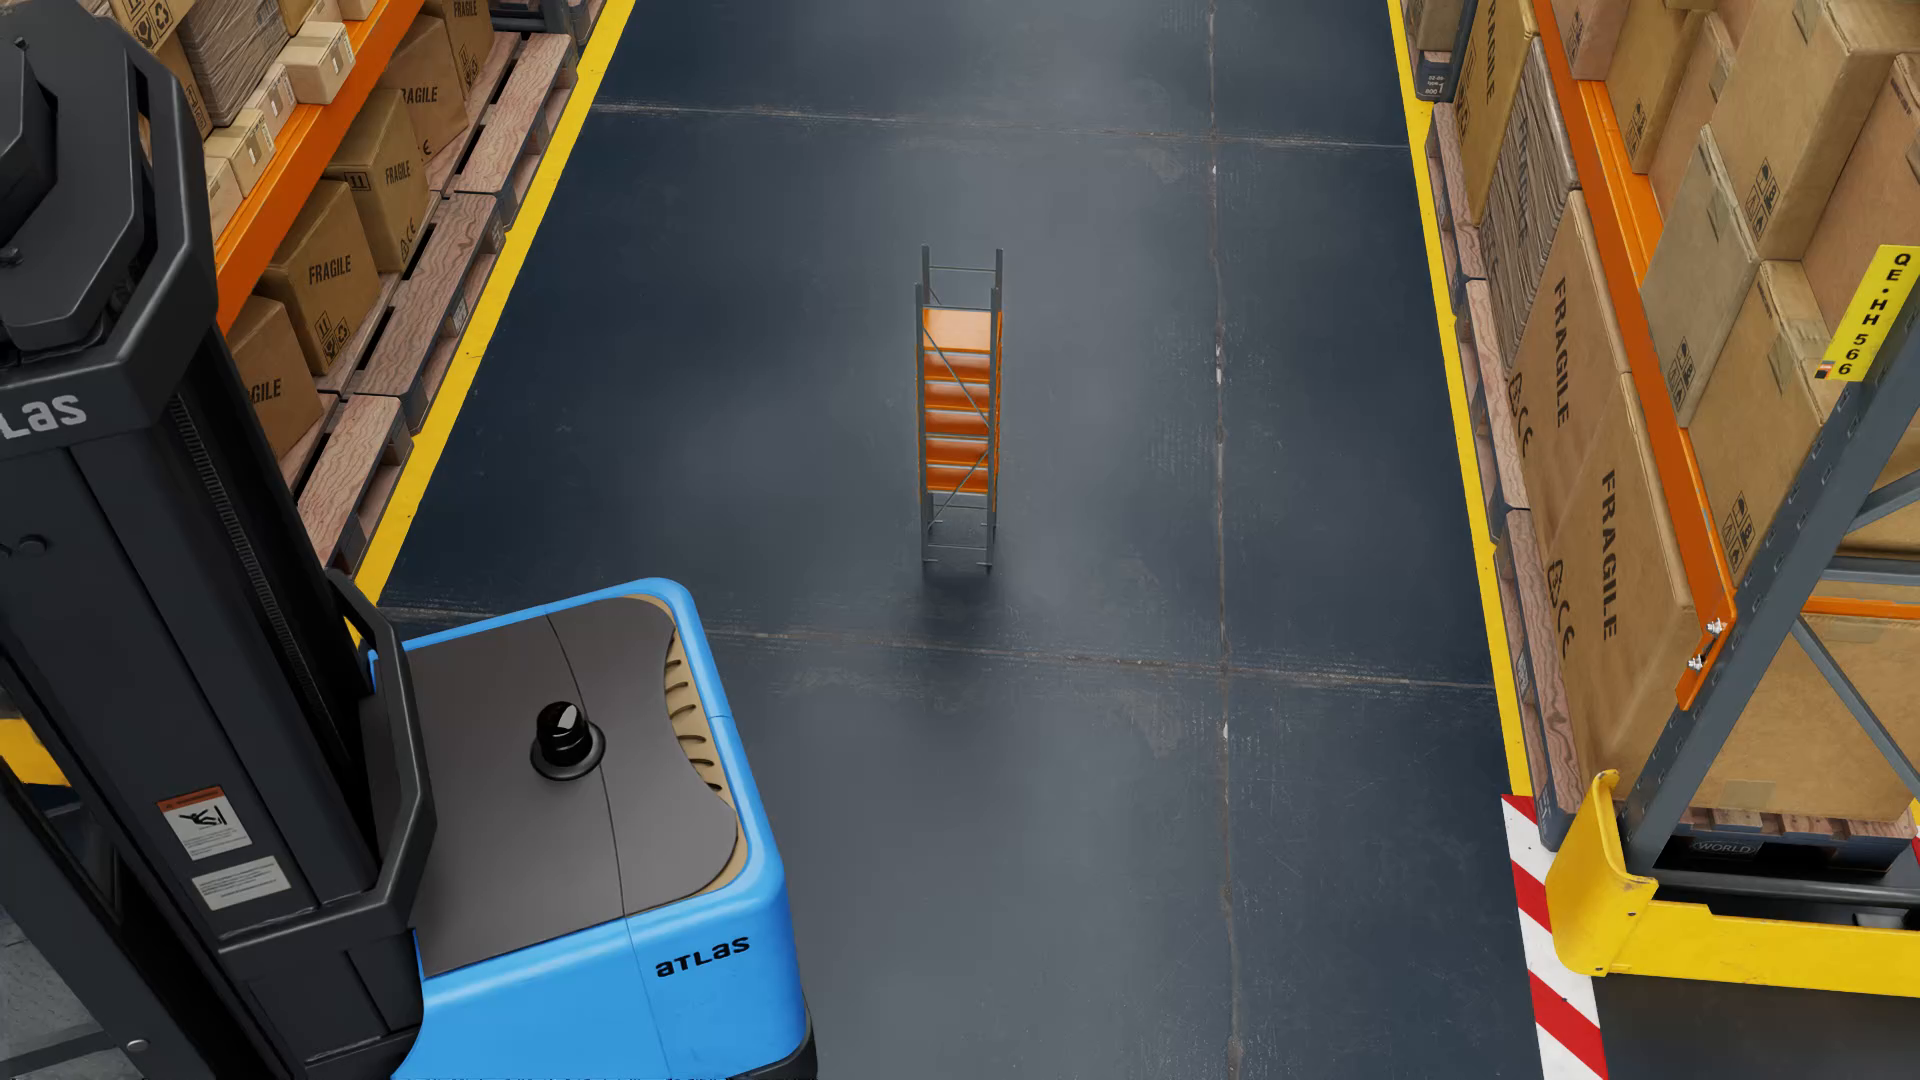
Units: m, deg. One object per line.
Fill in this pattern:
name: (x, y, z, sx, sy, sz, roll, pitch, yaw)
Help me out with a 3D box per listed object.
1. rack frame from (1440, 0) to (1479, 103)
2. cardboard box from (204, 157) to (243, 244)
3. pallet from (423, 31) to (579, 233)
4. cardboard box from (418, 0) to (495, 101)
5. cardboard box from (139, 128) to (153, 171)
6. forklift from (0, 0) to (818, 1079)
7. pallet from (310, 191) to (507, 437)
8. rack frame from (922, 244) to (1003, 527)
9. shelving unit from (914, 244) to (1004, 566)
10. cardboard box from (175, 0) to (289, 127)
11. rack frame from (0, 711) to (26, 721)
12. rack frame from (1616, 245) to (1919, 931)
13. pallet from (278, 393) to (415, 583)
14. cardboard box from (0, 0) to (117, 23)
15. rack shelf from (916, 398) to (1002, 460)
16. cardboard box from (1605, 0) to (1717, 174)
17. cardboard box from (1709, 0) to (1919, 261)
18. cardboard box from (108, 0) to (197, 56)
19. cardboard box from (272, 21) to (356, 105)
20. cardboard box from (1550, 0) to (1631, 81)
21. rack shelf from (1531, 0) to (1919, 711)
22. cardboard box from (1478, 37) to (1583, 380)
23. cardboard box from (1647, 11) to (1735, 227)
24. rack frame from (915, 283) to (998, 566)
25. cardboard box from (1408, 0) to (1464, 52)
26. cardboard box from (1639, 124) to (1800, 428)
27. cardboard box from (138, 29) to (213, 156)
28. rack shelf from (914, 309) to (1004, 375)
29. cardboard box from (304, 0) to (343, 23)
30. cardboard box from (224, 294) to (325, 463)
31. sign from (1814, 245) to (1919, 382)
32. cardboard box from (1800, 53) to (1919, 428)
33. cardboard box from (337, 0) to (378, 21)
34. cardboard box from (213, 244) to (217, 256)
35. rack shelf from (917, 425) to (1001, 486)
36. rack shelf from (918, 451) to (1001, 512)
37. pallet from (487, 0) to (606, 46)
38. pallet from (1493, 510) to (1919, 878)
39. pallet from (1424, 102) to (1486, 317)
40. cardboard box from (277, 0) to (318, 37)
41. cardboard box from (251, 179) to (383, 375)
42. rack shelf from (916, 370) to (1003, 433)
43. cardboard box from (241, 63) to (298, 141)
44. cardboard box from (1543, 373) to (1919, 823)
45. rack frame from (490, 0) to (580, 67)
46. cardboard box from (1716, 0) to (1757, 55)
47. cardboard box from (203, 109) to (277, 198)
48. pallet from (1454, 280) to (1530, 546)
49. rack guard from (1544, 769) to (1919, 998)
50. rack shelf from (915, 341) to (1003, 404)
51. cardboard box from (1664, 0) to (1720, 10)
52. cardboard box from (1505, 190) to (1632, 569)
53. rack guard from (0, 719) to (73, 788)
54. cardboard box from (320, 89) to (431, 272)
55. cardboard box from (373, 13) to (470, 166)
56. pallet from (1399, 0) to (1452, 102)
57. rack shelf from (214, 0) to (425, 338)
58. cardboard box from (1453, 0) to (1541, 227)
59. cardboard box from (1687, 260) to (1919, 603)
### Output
rack frame: (2.639, -2.848, 6.322, 1.000, 3.000, 0.127, 4, 48, 4)
cardboard box: (-2.311, -0.976, 4.780, 0.380, 0.149, 0.250, 4, 48, 4)
pallet: (-2.317, -1.819, 7.271, 1.003, 0.211, 1.213, 4, 48, 4)
cardboard box: (-2.368, -2.263, 7.196, 0.500, 0.500, 0.500, 3, 48, 2)
cardboard box: (-2.578, -0.853, 4.228, 0.875, 0.500, 0.500, 4, 48, 4)
forklift: (-1.947, 0.521, 3.287, 3.031, 2.935, 1.130, -15, 49, -13)
pallet: (-2.426, -0.920, 6.449, 1.003, 0.211, 1.213, 4, 48, 4)
rack frame: (0.007, -0.462, 5.359, 0.240, 1.200, 0.006, 4, 48, 4)
shelving unit: (-0.001, -0.394, 5.298, 0.258, 1.200, 0.189, 4, 48, 4)
cardboard box: (-2.564, -1.593, 4.905, 0.875, 0.500, 0.500, 4, 48, 4)
rack frame: (-2.656, -0.317, 4.007, 1.000, 3.000, 0.127, 4, 48, 4)
rack frame: (2.274, 0.091, 3.634, 1.000, 3.000, 0.127, 4, 48, 4)
pallet: (-2.540, -0.026, 5.631, 1.003, 0.211, 1.213, 4, 48, 4)
cardboard box: (-2.334, -1.174, 3.844, 0.500, 0.500, 0.500, 4, 48, 4)
rack shelf: (-0.001, -0.364, 5.330, 0.258, 0.103, 0.180, 4, 48, 4)
cardboard box: (2.475, -1.436, 4.929, 0.875, 0.550, 0.500, 4, 48, 4)
cardboard box: (2.305, -1.005, 3.803, 0.875, 0.550, 0.550, 4, 48, 4)
cardboard box: (-2.282, -1.541, 4.180, 0.500, 0.500, 0.500, 4, 48, 4)
cardboard box: (-2.159, -1.521, 5.279, 0.380, 0.149, 0.250, 4, 48, 4)
cardboard box: (2.423, -1.832, 5.292, 0.875, 0.550, 0.550, 4, 48, 4)
rack shelf: (2.457, -1.136, 5.244, 1.077, 0.370, 4.000, 4, 48, 4)
cardboard box: (2.434, -1.153, 5.927, 0.875, 0.875, 0.875, 4, 48, 4)
cardboard box: (2.468, -1.044, 4.570, 0.875, 0.550, 0.550, 4, 48, 4)
rack frame: (-0.010, -0.327, 5.236, 0.240, 1.200, 0.006, 4, 48, 4)
cardboard box: (2.606, -2.693, 7.420, 1.050, 0.750, 0.750, 4, 48, 3)
cardboard box: (2.291, -0.641, 4.202, 0.875, 0.550, 0.550, 4, 48, 4)
cardboard box: (-2.652, -1.229, 4.572, 0.875, 0.500, 0.500, 4, 48, 4)
rack shelf: (-0.001, -0.607, 5.065, 0.258, 0.103, 0.180, 4, 48, 4)
cardboard box: (-2.268, -1.714, 5.455, 0.380, 0.149, 0.250, 4, 48, 4)
cardboard box: (-2.562, -0.514, 5.597, 0.500, 0.500, 0.500, 15, 49, 14)
sign: (1.735, -0.426, 3.162, 0.100, 0.325, 0.005, 4, 48, 4)
cardboard box: (2.347, -0.594, 3.427, 0.875, 0.550, 0.550, 4, 48, 4)
cardboard box: (-2.169, -1.892, 5.618, 0.380, 0.149, 0.250, 4, 48, 4)
cardboard box: (-2.313, -0.791, 4.611, 0.380, 0.149, 0.250, 4, 48, 4)
rack shelf: (-0.001, -0.283, 5.419, 0.258, 0.103, 0.180, 4, 48, 4)
rack shelf: (-0.001, -0.202, 5.507, 0.258, 0.103, 0.180, 4, 48, 4)
pallet: (-2.222, -2.887, 8.248, 1.003, 0.211, 1.213, 4, 48, 4)
pallet: (2.269, 0.439, 5.205, 1.003, 0.211, 1.213, 4, 48, 4)
pallet: (2.492, -1.354, 6.845, 1.003, 0.211, 1.213, 4, 48, 4)
cardboard box: (-2.506, -1.960, 5.240, 0.875, 0.500, 0.500, 4, 48, 4)
cardboard box: (-2.486, -0.973, 6.017, 0.500, 0.500, 0.500, 8, 48, 7)
rack shelf: (-0.001, -0.445, 5.242, 0.258, 0.103, 0.180, 4, 48, 4)
cardboard box: (-2.285, -1.344, 5.117, 0.380, 0.149, 0.250, 4, 48, 4)
cardboard box: (2.270, 0.164, 4.723, 0.875, 0.875, 0.875, 4, 48, 4)
rack frame: (-2.291, -3.256, 6.695, 1.000, 3.000, 0.127, 4, 48, 4)
cardboard box: (2.491, -1.407, 4.171, 0.875, 0.550, 0.550, 4, 48, 4)
cardboard box: (-2.281, -1.159, 4.947, 0.380, 0.149, 0.250, 4, 48, 4)
pallet: (2.383, -0.455, 6.023, 1.003, 0.211, 1.213, 4, 48, 4)
rack guard: (2.272, 0.952, 4.540, 1.175, 0.500, 0.348, 4, 48, 4)
rack shelf: (-0.001, -0.526, 5.153, 0.258, 0.103, 0.180, 4, 48, 4)
cardboard box: (2.410, -1.805, 4.535, 0.875, 0.550, 0.500, 4, 48, 4)
cardboard box: (2.348, -0.483, 5.314, 0.875, 0.875, 0.875, 3, 48, 3)
rack guard: (-2.649, 0.471, 4.980, 1.175, 0.500, 0.348, 4, 48, 4)
cardboard box: (-2.391, -1.380, 6.389, 0.500, 0.500, 0.500, 0, 48, 0)
cardboard box: (-2.412, -1.842, 6.811, 0.500, 0.500, 0.500, 18, 50, 16)
pallet: (2.634, -2.479, 7.875, 1.003, 0.211, 1.213, 4, 48, 4)
rack shelf: (-2.474, -1.544, 5.617, 1.077, 0.370, 4.000, 4, 48, 4)
cardboard box: (2.512, -1.816, 6.533, 0.875, 0.875, 0.875, 5, 48, 4)
cardboard box: (2.263, -0.235, 3.831, 0.875, 0.550, 0.550, 4, 48, 4)
